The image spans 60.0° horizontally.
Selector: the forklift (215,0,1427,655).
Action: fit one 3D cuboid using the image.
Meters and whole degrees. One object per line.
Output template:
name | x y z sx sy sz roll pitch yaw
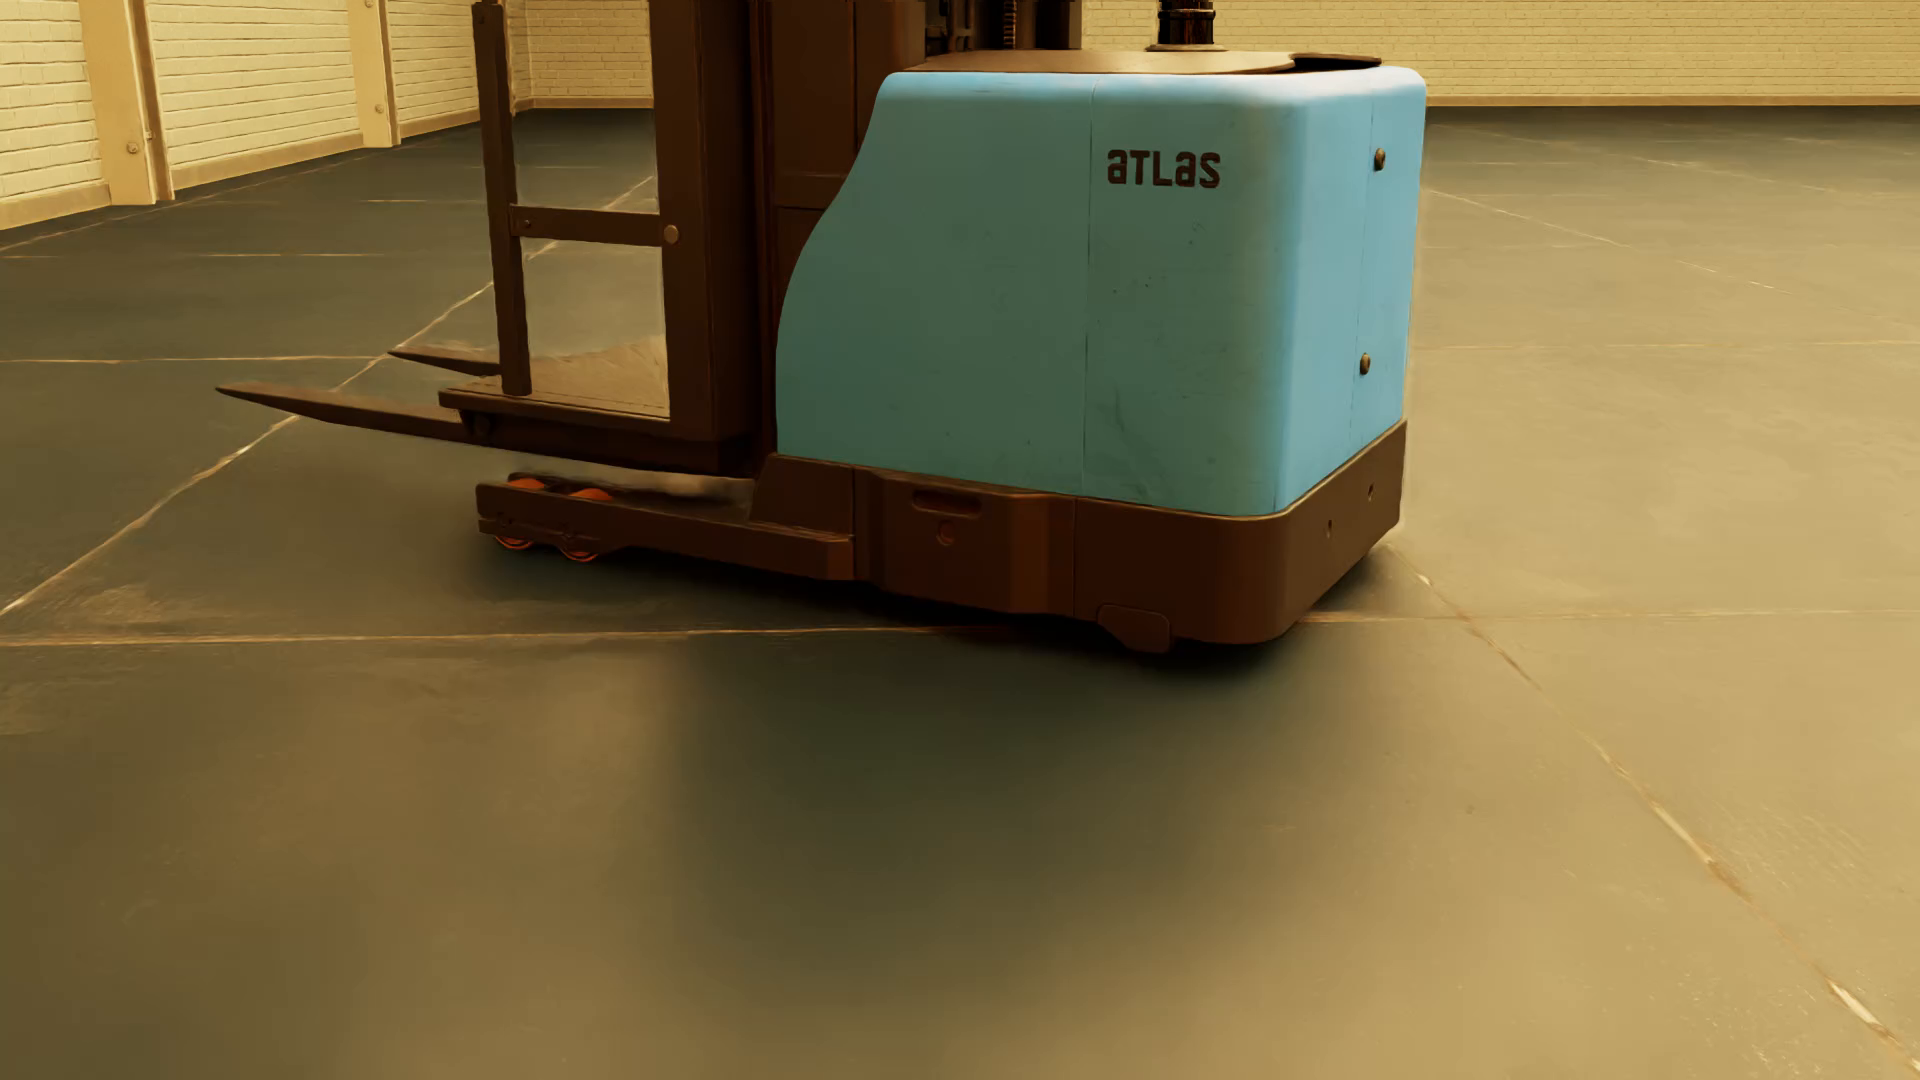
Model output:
forklift | -0.531 -1.476 3.731 3.031 2.935 1.130 9 19 27
